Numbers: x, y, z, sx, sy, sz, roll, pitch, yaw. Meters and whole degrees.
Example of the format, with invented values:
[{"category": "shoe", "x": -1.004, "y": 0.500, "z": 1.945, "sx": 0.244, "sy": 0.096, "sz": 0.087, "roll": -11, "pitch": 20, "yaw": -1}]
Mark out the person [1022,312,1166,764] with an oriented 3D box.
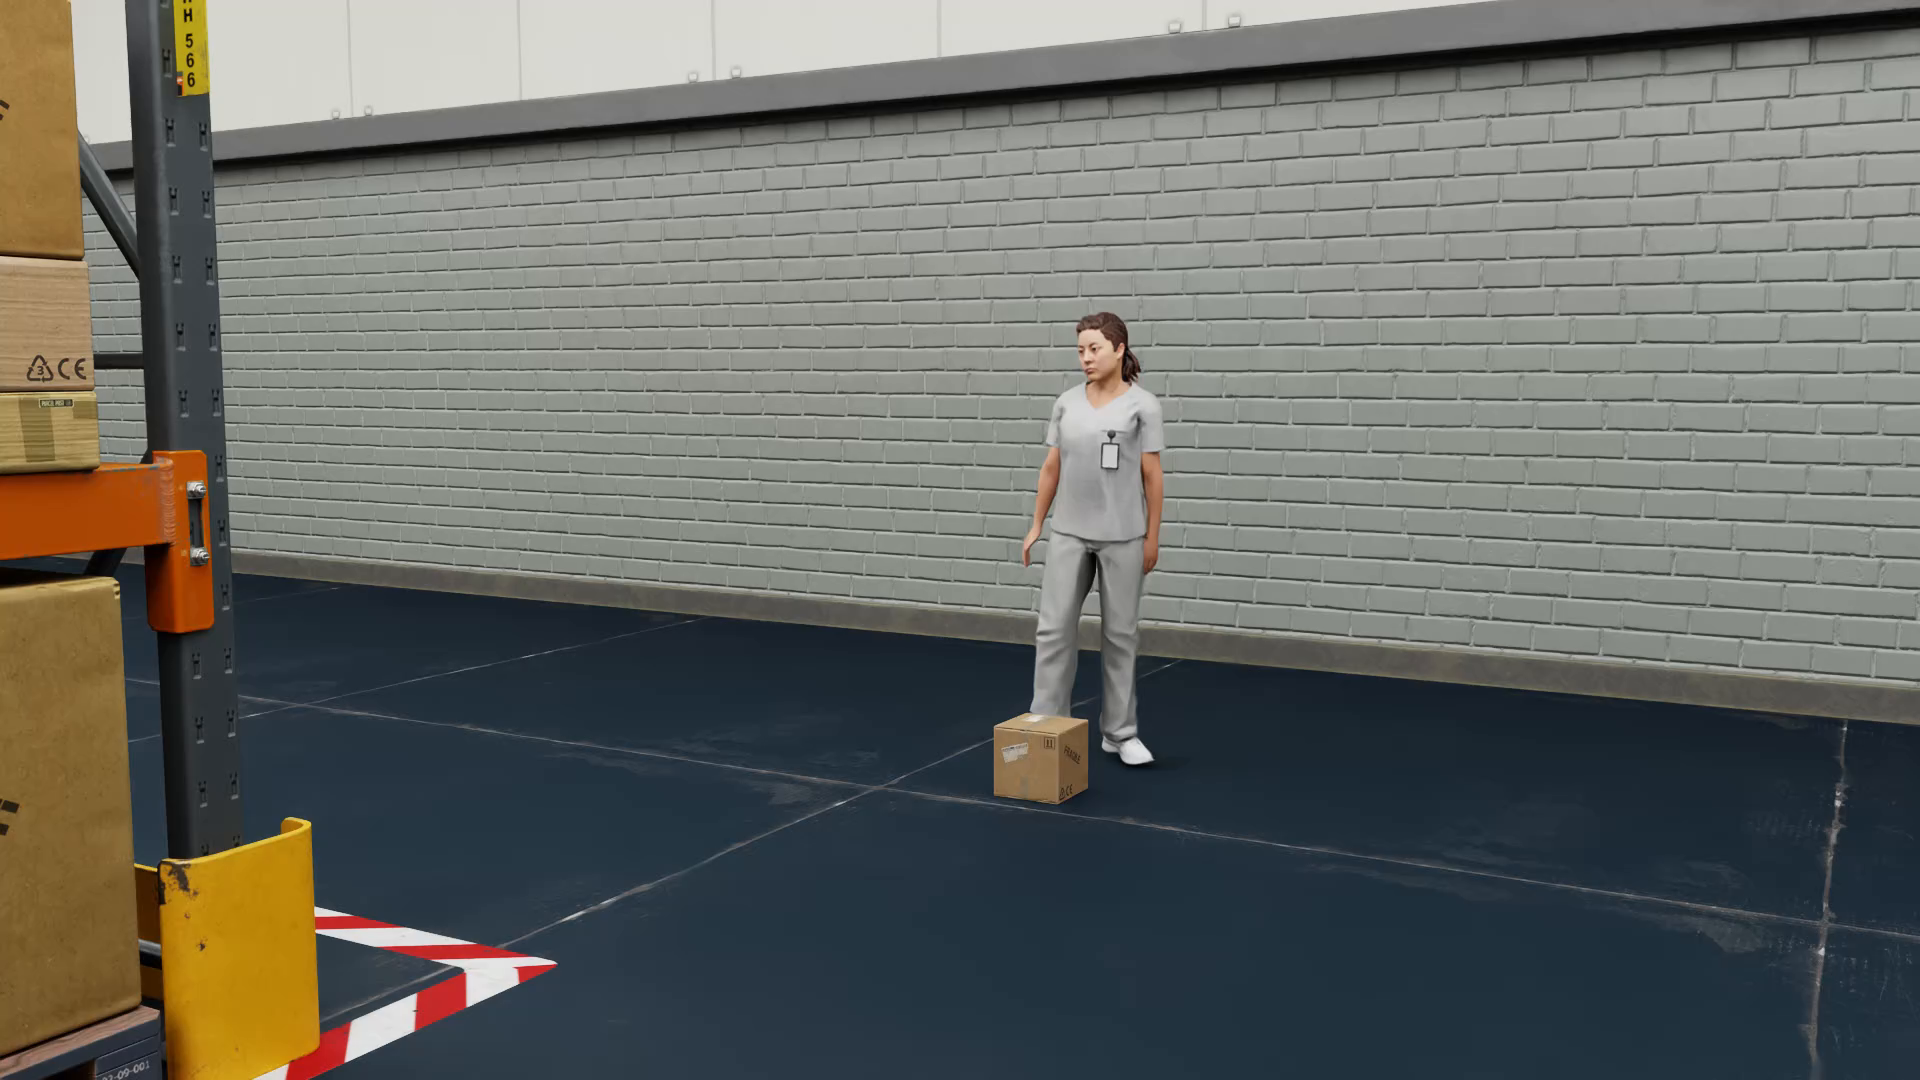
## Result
[{"category": "person", "x": 0.473, "y": 0.003, "z": 6.146, "sx": 0.540, "sy": 1.680, "sz": 0.501, "roll": 2, "pitch": 6, "yaw": 19}]
